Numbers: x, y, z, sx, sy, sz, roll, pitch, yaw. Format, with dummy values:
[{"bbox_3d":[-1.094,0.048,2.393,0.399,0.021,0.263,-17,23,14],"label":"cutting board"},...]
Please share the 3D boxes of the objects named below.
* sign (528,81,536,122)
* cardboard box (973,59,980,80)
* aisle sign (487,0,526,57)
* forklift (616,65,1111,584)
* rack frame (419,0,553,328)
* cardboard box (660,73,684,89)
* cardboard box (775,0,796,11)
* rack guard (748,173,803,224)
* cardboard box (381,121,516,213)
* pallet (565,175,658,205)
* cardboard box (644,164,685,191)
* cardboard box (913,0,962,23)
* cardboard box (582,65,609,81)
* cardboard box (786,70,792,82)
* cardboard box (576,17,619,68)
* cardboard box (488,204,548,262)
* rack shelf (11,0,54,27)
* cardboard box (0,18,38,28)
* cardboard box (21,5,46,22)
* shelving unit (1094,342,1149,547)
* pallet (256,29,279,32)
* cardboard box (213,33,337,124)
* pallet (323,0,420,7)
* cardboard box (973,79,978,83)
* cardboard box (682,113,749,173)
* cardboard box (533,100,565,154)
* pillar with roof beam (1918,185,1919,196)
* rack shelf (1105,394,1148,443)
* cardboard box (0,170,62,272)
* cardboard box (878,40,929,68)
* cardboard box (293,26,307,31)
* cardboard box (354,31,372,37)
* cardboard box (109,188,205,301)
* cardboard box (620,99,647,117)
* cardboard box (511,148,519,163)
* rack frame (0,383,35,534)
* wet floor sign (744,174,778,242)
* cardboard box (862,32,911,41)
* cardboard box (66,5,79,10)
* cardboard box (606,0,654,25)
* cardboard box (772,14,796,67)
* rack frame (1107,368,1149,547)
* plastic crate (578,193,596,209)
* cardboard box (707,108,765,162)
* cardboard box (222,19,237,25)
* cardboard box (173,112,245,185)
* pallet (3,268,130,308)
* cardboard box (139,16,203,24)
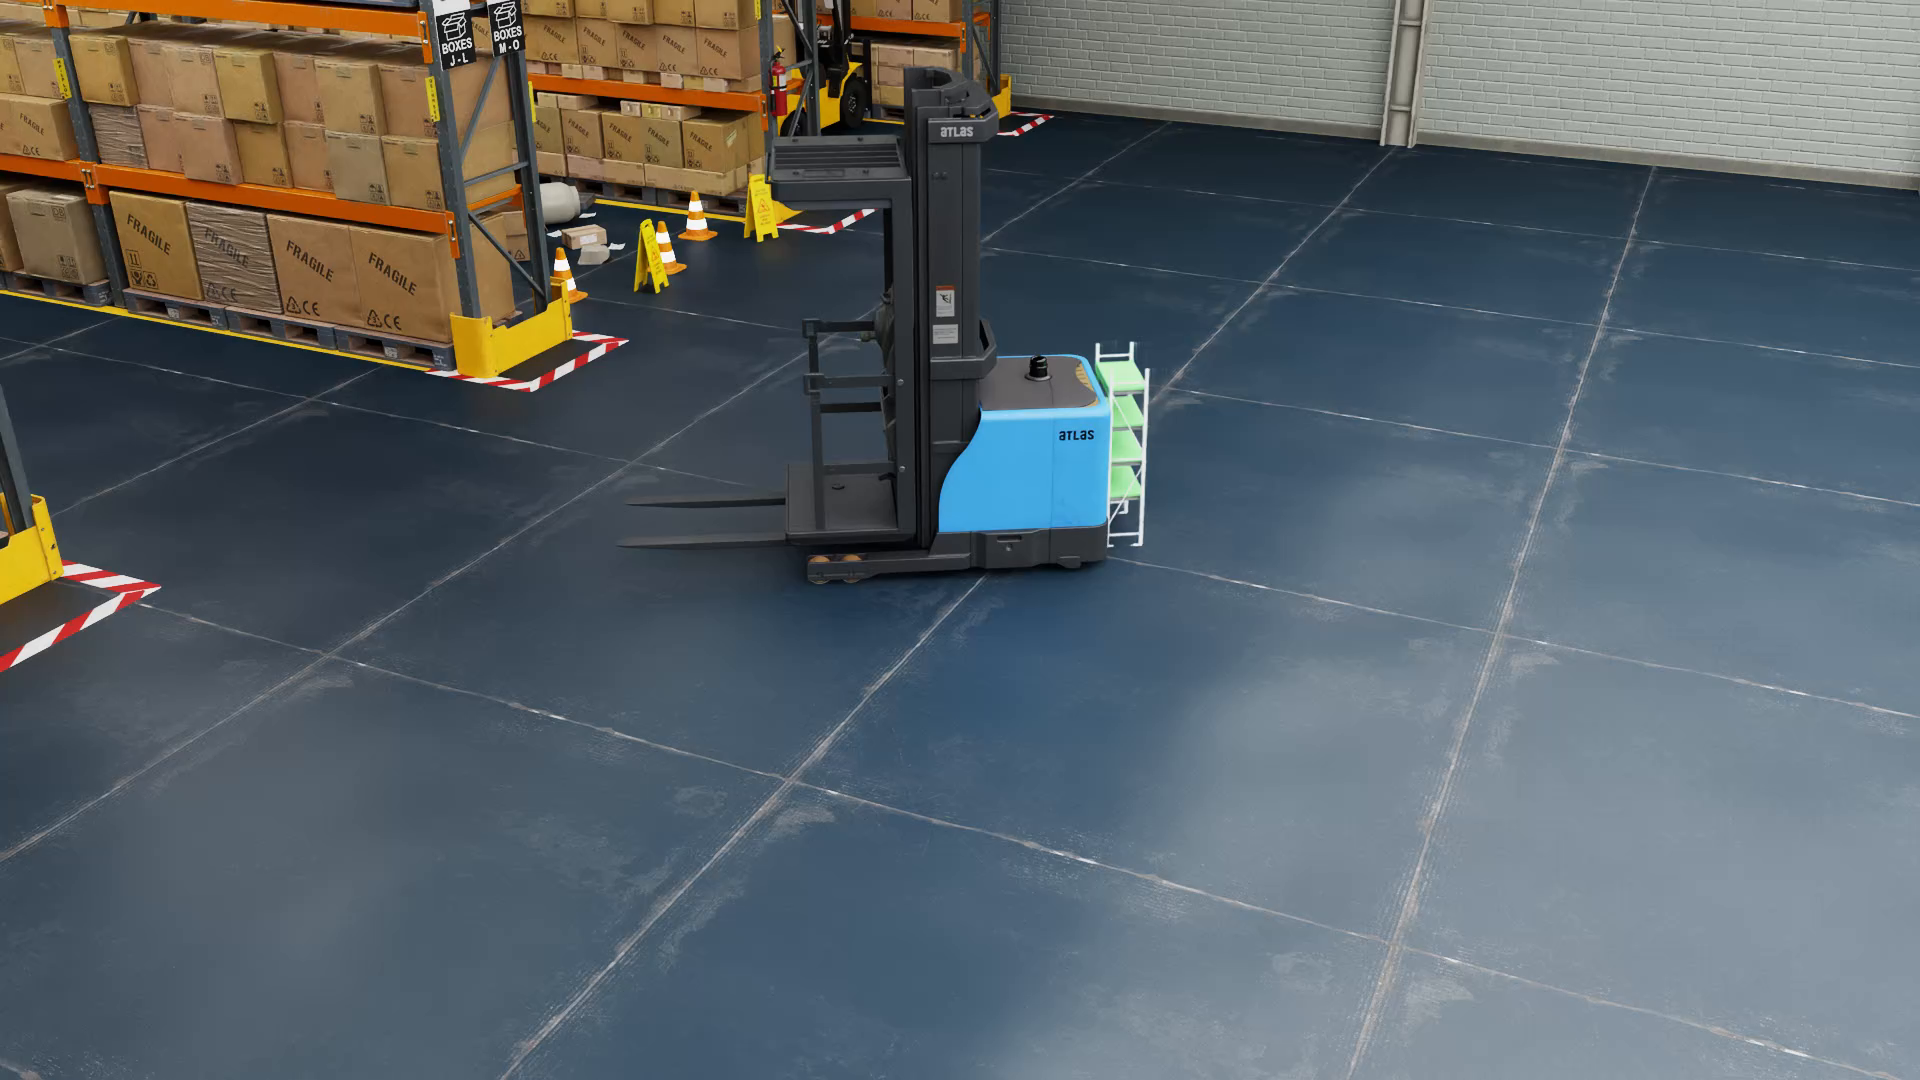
[{"bbox_3d":[-3.492,-3.551,13.497,0.005,0.325,0.100,11,28,22],"label":"sign"},{"bbox_3d":[-0.060,-6.259,22.138,0.500,0.250,0.500,12,29,23],"label":"cardboard box"},{"bbox_3d":[-3.538,-4.179,12.899,0.004,0.787,0.394,11,28,22],"label":"aisle sign"},{"bbox_3d":[-0.627,-1.289,10.051,3.031,2.935,1.130,-2,26,-5],"label":"forklift"},{"bbox_3d":[-3.727,-2.905,13.255,0.127,3.000,1.000,11,28,22],"label":"rack frame"},{"bbox_3d":[-2.947,-4.876,17.541,0.250,0.149,0.380,12,29,23],"label":"cardboard box"},{"bbox_3d":[-2.121,-7.320,22.108,0.500,0.500,0.500,11,28,21],"label":"cardboard box"},{"bbox_3d":[-1.839,-3.806,17.915,0.348,0.500,1.175,11,28,22],"label":"rack guard"},{"bbox_3d":[-4.083,-3.022,13.322,0.550,0.550,0.875,11,28,22],"label":"cardboard box"},{"bbox_3d":[-3.670,-4.063,18.764,1.213,0.211,1.003,11,28,22],"label":"pallet"},{"bbox_3d":[-3.085,-4.006,18.129,0.500,0.250,0.500,11,28,22],"label":"cardboard box"},{"bbox_3d":[-0.275,-6.940,21.336,0.500,0.500,0.500,11,28,21],"label":"cardboard box"},{"bbox_3d":[-3.855,-5.073,17.943,0.250,0.149,0.380,11,28,22],"label":"cardboard box"},{"bbox_3d":[-1.993,-4.946,17.685,0.250,0.149,0.380,11,28,22],"label":"cardboard box"},{"bbox_3d":[-3.739,-5.367,17.805,0.500,0.500,0.500,12,29,22],"label":"cardboard box"},{"bbox_3d":[-4.417,-3.097,16.471,0.637,0.503,0.797,-7,27,-14],"label":"cardboard box"},{"bbox_3d":[-9.189,-5.025,14.979,4.000,0.370,1.077,11,28,22],"label":"rack shelf"},{"bbox_3d":[-8.751,-4.404,15.054,0.500,0.500,0.700,12,28,22],"label":"cardboard box"},{"bbox_3d":[-11.471,-6.660,21.051,0.500,0.250,0.500,11,28,21],"label":"cardboard box"},{"bbox_3d":[1.017,-0.607,10.620,0.258,1.200,0.503,-3,26,-5],"label":"shelving unit"},{"bbox_3d":[-8.359,-6.203,20.170,1.003,0.211,1.213,11,28,22],"label":"pallet"},{"bbox_3d":[-5.577,-3.805,13.691,0.500,0.550,0.875,11,28,22],"label":"cardboard box"},{"bbox_3d":[-4.406,-4.342,12.879,1.213,0.211,1.003,11,28,22],"label":"pallet"},{"bbox_3d":[-0.085,-6.034,22.247,0.500,0.250,0.500,11,28,22],"label":"cardboard box"},{"bbox_3d":[-2.607,-4.247,17.768,0.500,0.500,0.500,12,28,22],"label":"cardboard box"},{"bbox_3d":[-4.493,-4.627,18.540,0.500,0.500,0.500,13,29,24],"label":"cardboard box"},{"bbox_3d":[9.162,-6.166,13.087,0.400,9.000,9.100,11,28,22],"label":"pillar with roof beam"},{"bbox_3d":[1.015,-0.765,10.542,0.258,0.148,0.480,-3,26,-5],"label":"rack shelf"},{"bbox_3d":[-8.847,-3.071,15.663,0.750,0.750,1.050,11,28,22],"label":"cardboard box"},{"bbox_3d":[-0.734,-6.364,21.785,0.500,0.250,0.500,12,29,23],"label":"cardboard box"},{"bbox_3d":[-7.593,-6.077,19.506,0.250,0.149,0.380,13,29,24],"label":"cardboard box"},{"bbox_3d":[-6.709,-5.837,19.019,0.250,0.149,0.380,12,29,22],"label":"cardboard box"},{"bbox_3d":[-6.824,-2.728,14.826,0.875,0.875,0.875,12,29,23],"label":"cardboard box"},{"bbox_3d":[-3.436,-4.674,17.902,0.250,0.149,0.380,13,29,24],"label":"cardboard box"},{"bbox_3d":[-4.986,-4.384,18.895,0.500,0.250,0.500,10,28,19],"label":"cardboard box"},{"bbox_3d":[-5.872,-0.929,9.241,0.127,3.000,1.000,11,28,22],"label":"rack frame"},{"bbox_3d":[-2.040,-3.393,16.910,0.232,0.644,0.267,23,35,39],"label":"wet floor sign"},{"bbox_3d":[-0.985,-6.663,22.394,0.500,0.250,0.500,11,28,21],"label":"cardboard box"},{"bbox_3d":[-11.014,-6.792,20.754,0.500,0.250,0.500,10,28,20],"label":"cardboard box"},{"bbox_3d":[-3.290,-5.694,17.337,0.500,0.500,0.700,11,28,21],"label":"cardboard box"},{"bbox_3d":[-2.086,-5.290,17.649,0.500,0.500,0.500,11,28,21],"label":"cardboard box"},{"bbox_3d":[1.042,-0.500,10.402,0.240,1.200,0.015,-3,26,-5],"label":"rack frame"},{"bbox_3d":[-4.321,-3.719,18.212,0.583,0.080,0.402,2,26,4],"label":"plastic crate"},{"bbox_3d":[-2.411,-4.468,18.217,0.500,0.500,0.500,10,28,20],"label":"cardboard box"},{"bbox_3d":[-8.590,-6.253,19.863,0.250,0.149,0.380,10,28,19],"label":"cardboard box"},{"bbox_3d":[-6.074,-3.403,14.097,0.550,0.550,0.875,11,28,22],"label":"cardboard box"},{"bbox_3d":[-8.102,-2.496,15.581,1.213,0.211,1.003,11,28,22],"label":"pallet"},{"bbox_3d":[-9.620,-6.297,20.315,0.500,0.250,0.500,10,28,20],"label":"cardboard box"}]
